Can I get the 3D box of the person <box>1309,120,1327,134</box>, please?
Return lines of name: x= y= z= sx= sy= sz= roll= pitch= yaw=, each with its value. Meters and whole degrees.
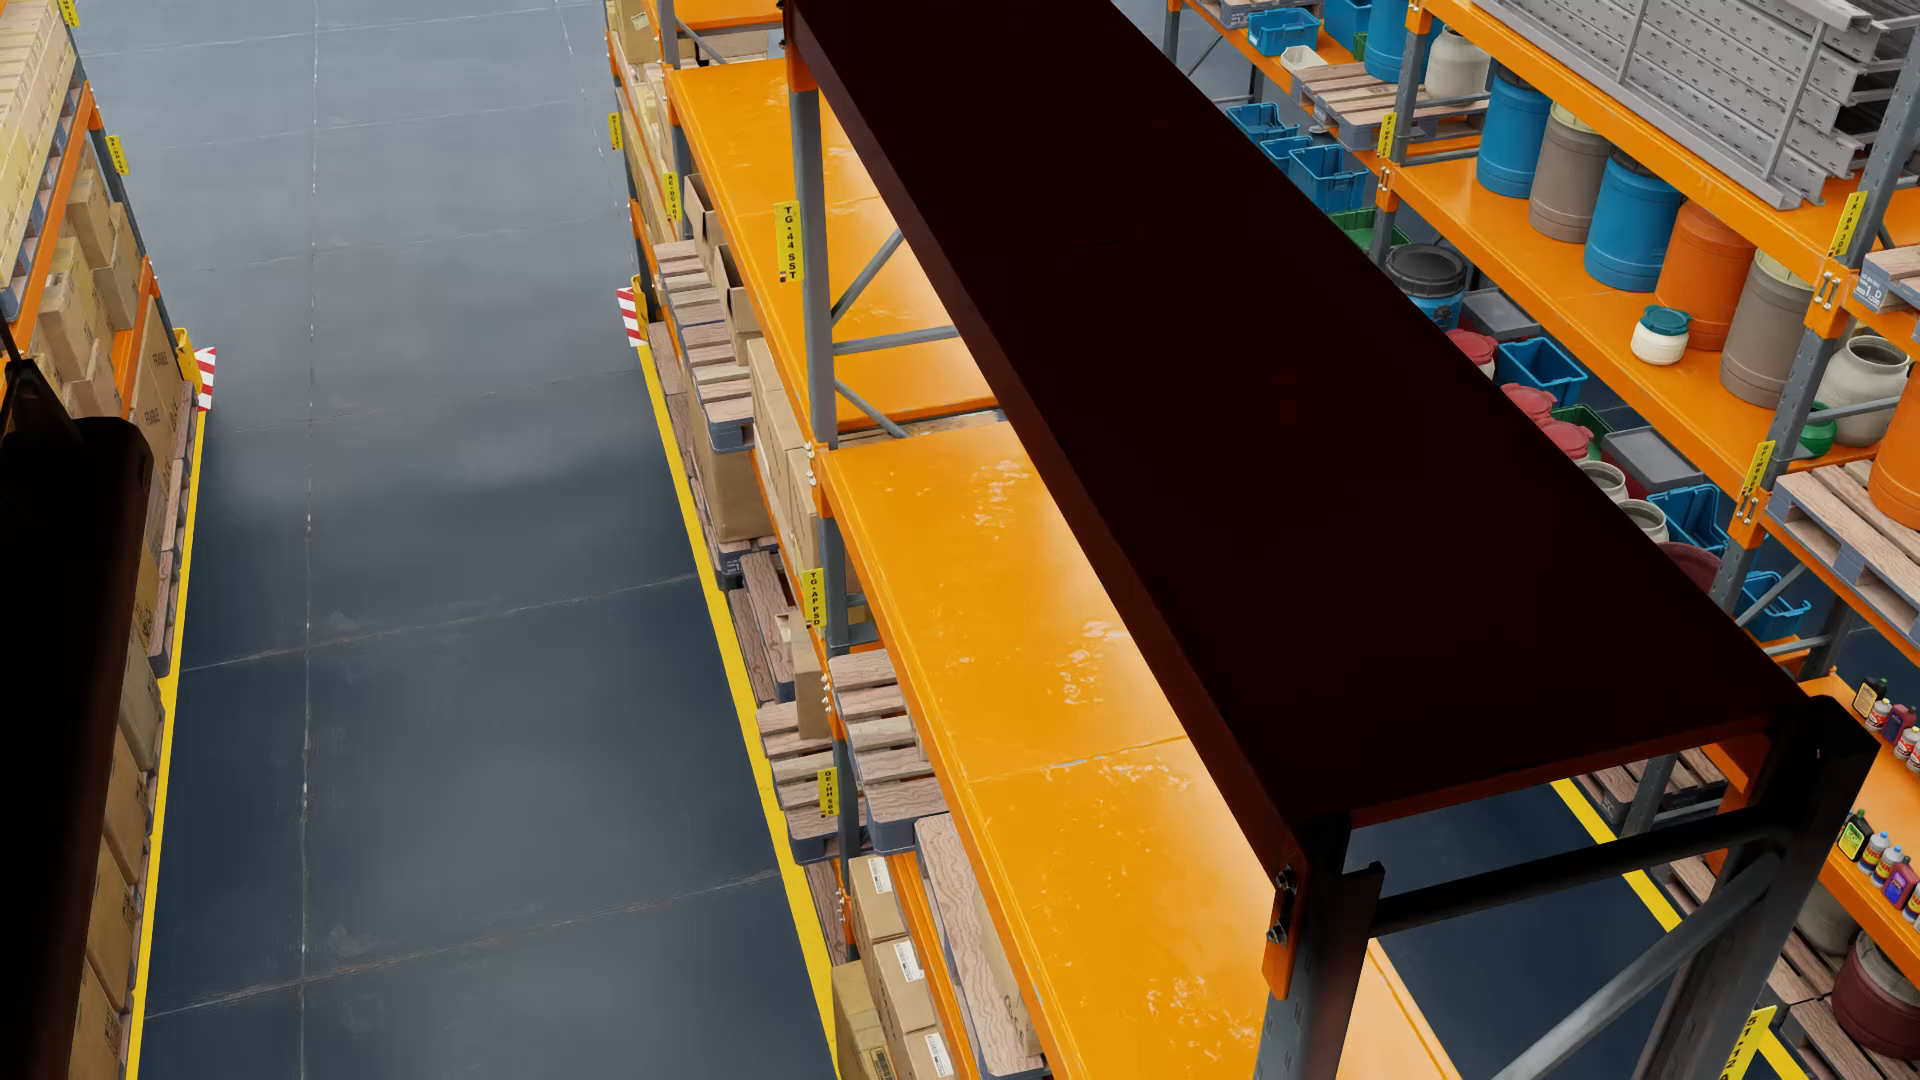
person: x=4.009 y=-5.248 z=18.081 sx=0.430 sy=1.671 sz=0.472 roll=-15 pitch=41 yaw=-18
